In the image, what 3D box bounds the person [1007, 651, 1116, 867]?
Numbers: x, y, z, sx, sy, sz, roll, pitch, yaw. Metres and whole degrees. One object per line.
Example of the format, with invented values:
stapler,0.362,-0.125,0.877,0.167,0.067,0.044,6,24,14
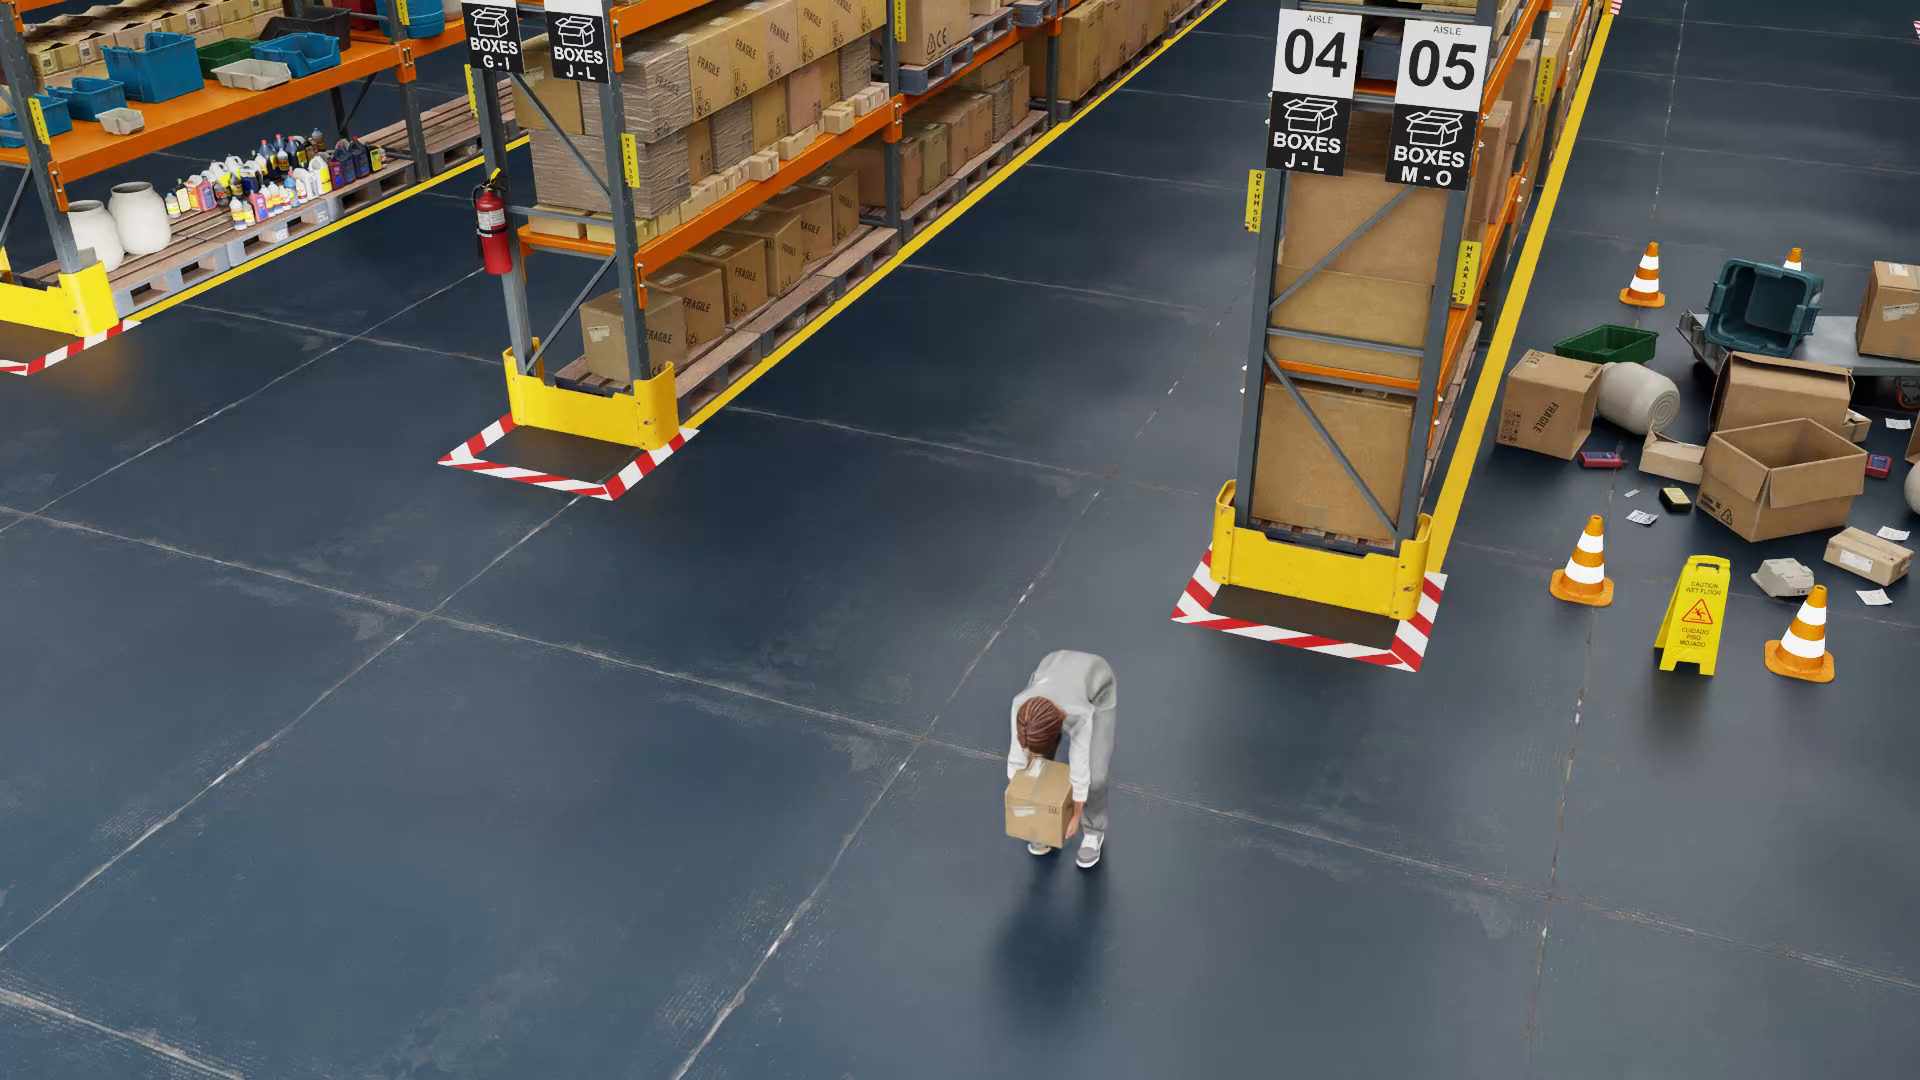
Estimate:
person,0.415,0.995,7.136,0.385,1.139,0.848,11,32,18
